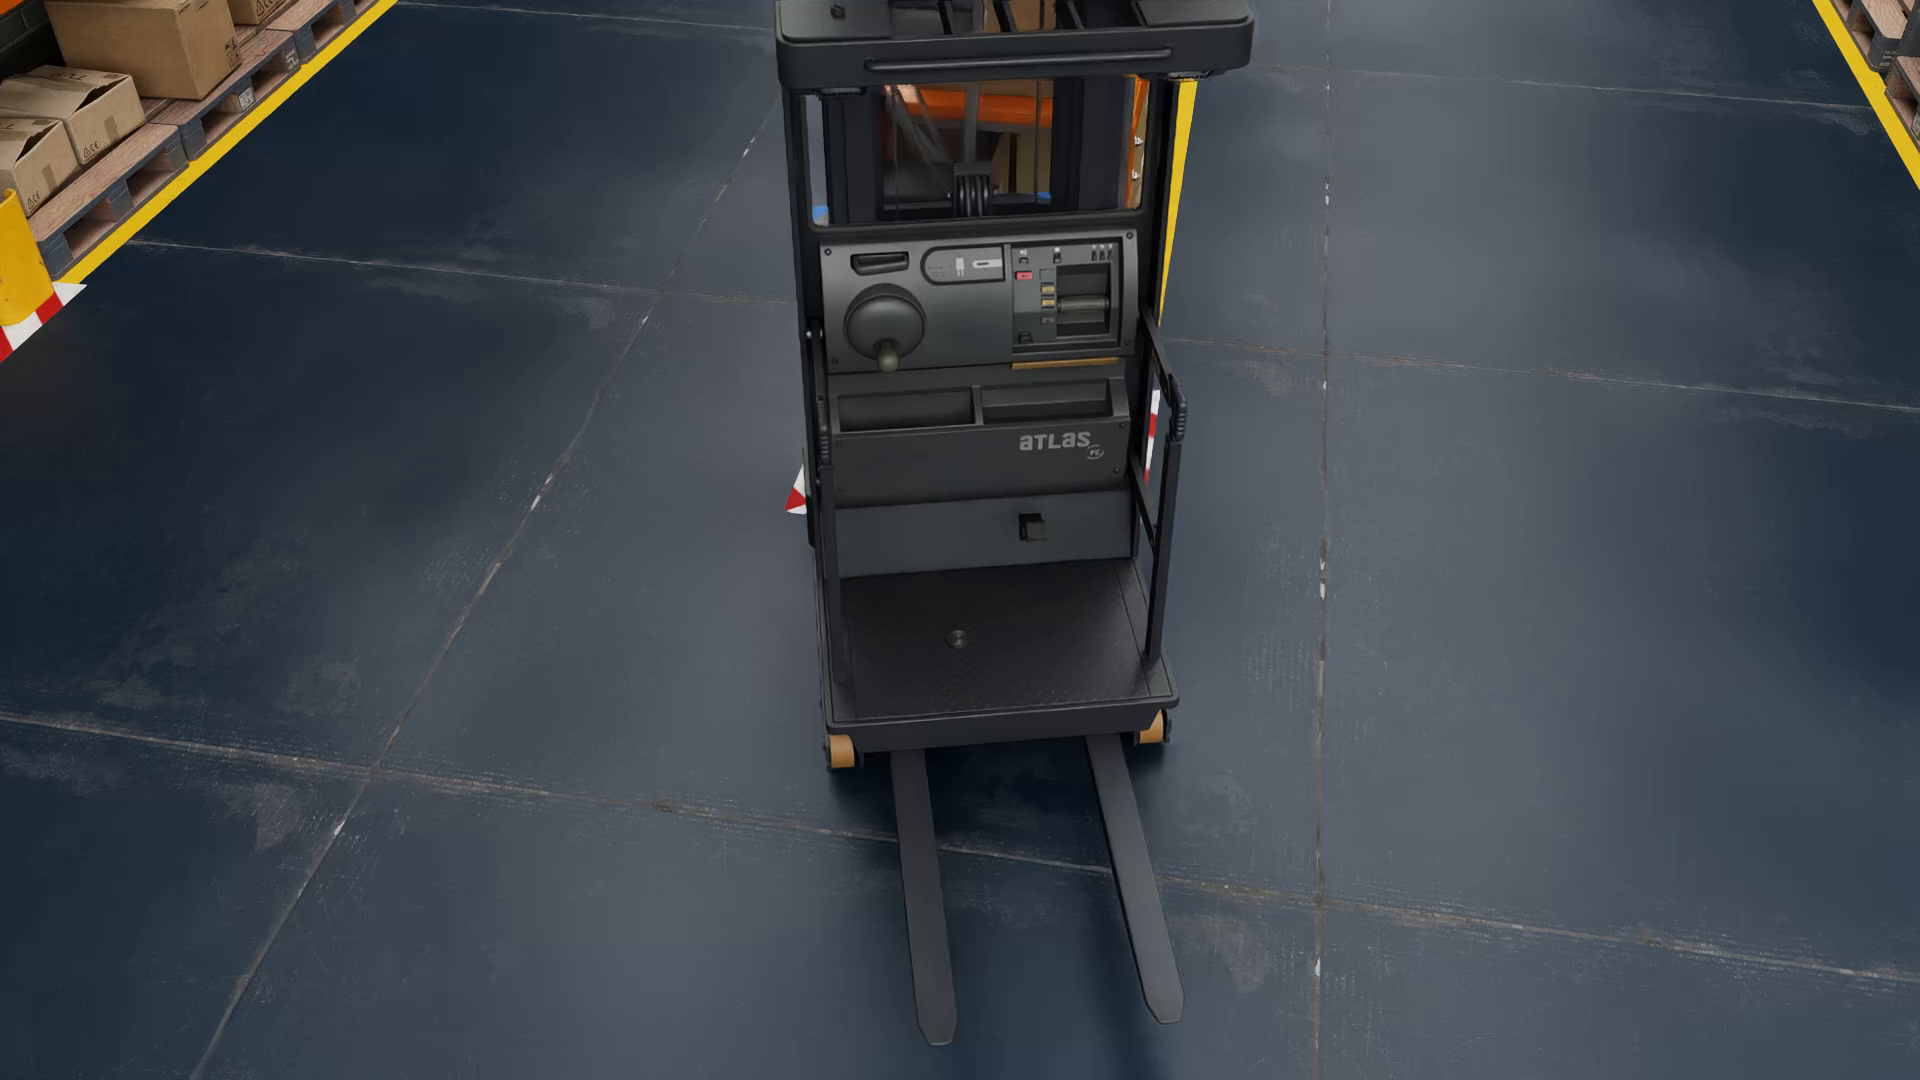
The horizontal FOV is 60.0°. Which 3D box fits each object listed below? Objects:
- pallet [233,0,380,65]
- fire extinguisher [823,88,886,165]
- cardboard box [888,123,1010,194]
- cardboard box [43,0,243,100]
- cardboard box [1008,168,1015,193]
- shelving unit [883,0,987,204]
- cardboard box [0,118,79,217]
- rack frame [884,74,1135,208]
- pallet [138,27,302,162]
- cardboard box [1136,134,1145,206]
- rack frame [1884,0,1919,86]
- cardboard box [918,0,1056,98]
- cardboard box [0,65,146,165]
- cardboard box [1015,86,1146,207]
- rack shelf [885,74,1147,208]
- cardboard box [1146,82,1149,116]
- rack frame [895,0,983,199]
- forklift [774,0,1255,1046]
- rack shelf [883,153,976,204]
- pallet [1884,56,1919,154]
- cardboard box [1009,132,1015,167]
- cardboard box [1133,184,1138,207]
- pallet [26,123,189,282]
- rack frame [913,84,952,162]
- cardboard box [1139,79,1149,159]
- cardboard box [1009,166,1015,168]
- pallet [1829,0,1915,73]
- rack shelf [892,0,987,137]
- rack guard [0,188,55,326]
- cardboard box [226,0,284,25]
[{"bbox_3d":[-4.147,-3.237,9.999,1.003,0.211,1.213,6,40,8],"label":"pallet"},{"bbox_3d":[-0.356,-1.630,5.928,0.296,0.674,0.183,6,40,8],"label":"fire extinguisher"},{"bbox_3d":[-0.079,-1.443,6.881,0.500,0.500,0.500,6,40,8],"label":"cardboard box"},{"bbox_3d":[-4.275,-2.669,8.741,0.700,0.500,0.500,4,40,5],"label":"cardboard box"},{"bbox_3d":[-0.002,-1.469,7.501,0.500,0.250,0.500,6,40,8],"label":"cardboard box"},{"bbox_3d":[-0.164,-1.118,6.069,0.431,2.100,0.503,3,28,0],"label":"shelving unit"},{"bbox_3d":[-4.550,-1.784,7.818,0.500,0.311,0.500,2,40,3],"label":"cardboard box"},{"bbox_3d":[0.122,-1.682,5.931,1.000,3.000,0.127,6,40,8],"label":"rack frame"},{"bbox_3d":[-4.356,-2.469,9.070,1.003,0.211,1.213,6,40,8],"label":"pallet"},{"bbox_3d":[0.603,-1.724,7.810,0.500,0.250,0.500,6,40,8],"label":"cardboard box"},{"bbox_3d":[5.692,-3.644,8.304,1.000,3.000,0.127,6,40,8],"label":"rack frame"},{"bbox_3d":[0.215,-2.012,6.252,0.700,0.500,0.500,6,40,8],"label":"cardboard box"},{"bbox_3d":[-4.451,-2.142,8.251,0.500,0.311,0.500,10,41,11],"label":"cardboard box"},{"bbox_3d":[0.518,-1.700,7.191,0.500,0.500,0.500,6,40,8],"label":"cardboard box"},{"bbox_3d":[0.468,-2.660,7.678,1.077,0.370,4.000,6,40,8],"label":"rack shelf"},{"bbox_3d":[0.696,-2.327,7.950,0.500,0.500,0.500,6,40,8],"label":"cardboard box"},{"bbox_3d":[-0.169,-1.004,5.853,0.400,2.100,0.015,3,28,0],"label":"rack frame"},{"bbox_3d":[0.086,-0.629,4.710,1.130,2.935,3.031,-4,40,-5],"label":"forklift"},{"bbox_3d":[-0.165,-1.106,6.075,0.431,0.518,0.480,3,28,0],"label":"rack shelf"},{"bbox_3d":[5.535,-2.153,8.688,1.003,0.211,1.213,6,40,8],"label":"pallet"},{"bbox_3d":[0.080,-2.072,7.642,0.500,0.500,0.500,6,40,8],"label":"cardboard box"},{"bbox_3d":[0.517,-1.411,7.431,0.500,0.250,0.500,6,40,8],"label":"cardboard box"},{"bbox_3d":[-4.569,-1.705,8.147,1.003,0.211,1.213,6,40,8],"label":"pallet"},{"bbox_3d":[-0.159,-1.232,6.284,0.400,2.100,0.015,3,28,0],"label":"rack frame"},{"bbox_3d":[0.592,-2.015,7.573,0.500,0.500,0.500,6,40,8],"label":"cardboard box"},{"bbox_3d":[0.083,-1.783,7.881,0.500,0.250,0.500,6,40,8],"label":"cardboard box"},{"bbox_3d":[5.790,-3.067,9.793,1.003,0.211,1.213,6,40,8],"label":"pallet"},{"bbox_3d":[-0.128,-1.724,5.748,0.431,0.518,0.480,3,28,0],"label":"rack shelf"},{"bbox_3d":[-4.745,-1.311,7.443,1.175,0.500,0.348,6,40,8],"label":"rack guard"},{"bbox_3d":[-4.206,-3.287,9.488,0.500,0.500,0.500,4,40,4],"label":"cardboard box"}]
